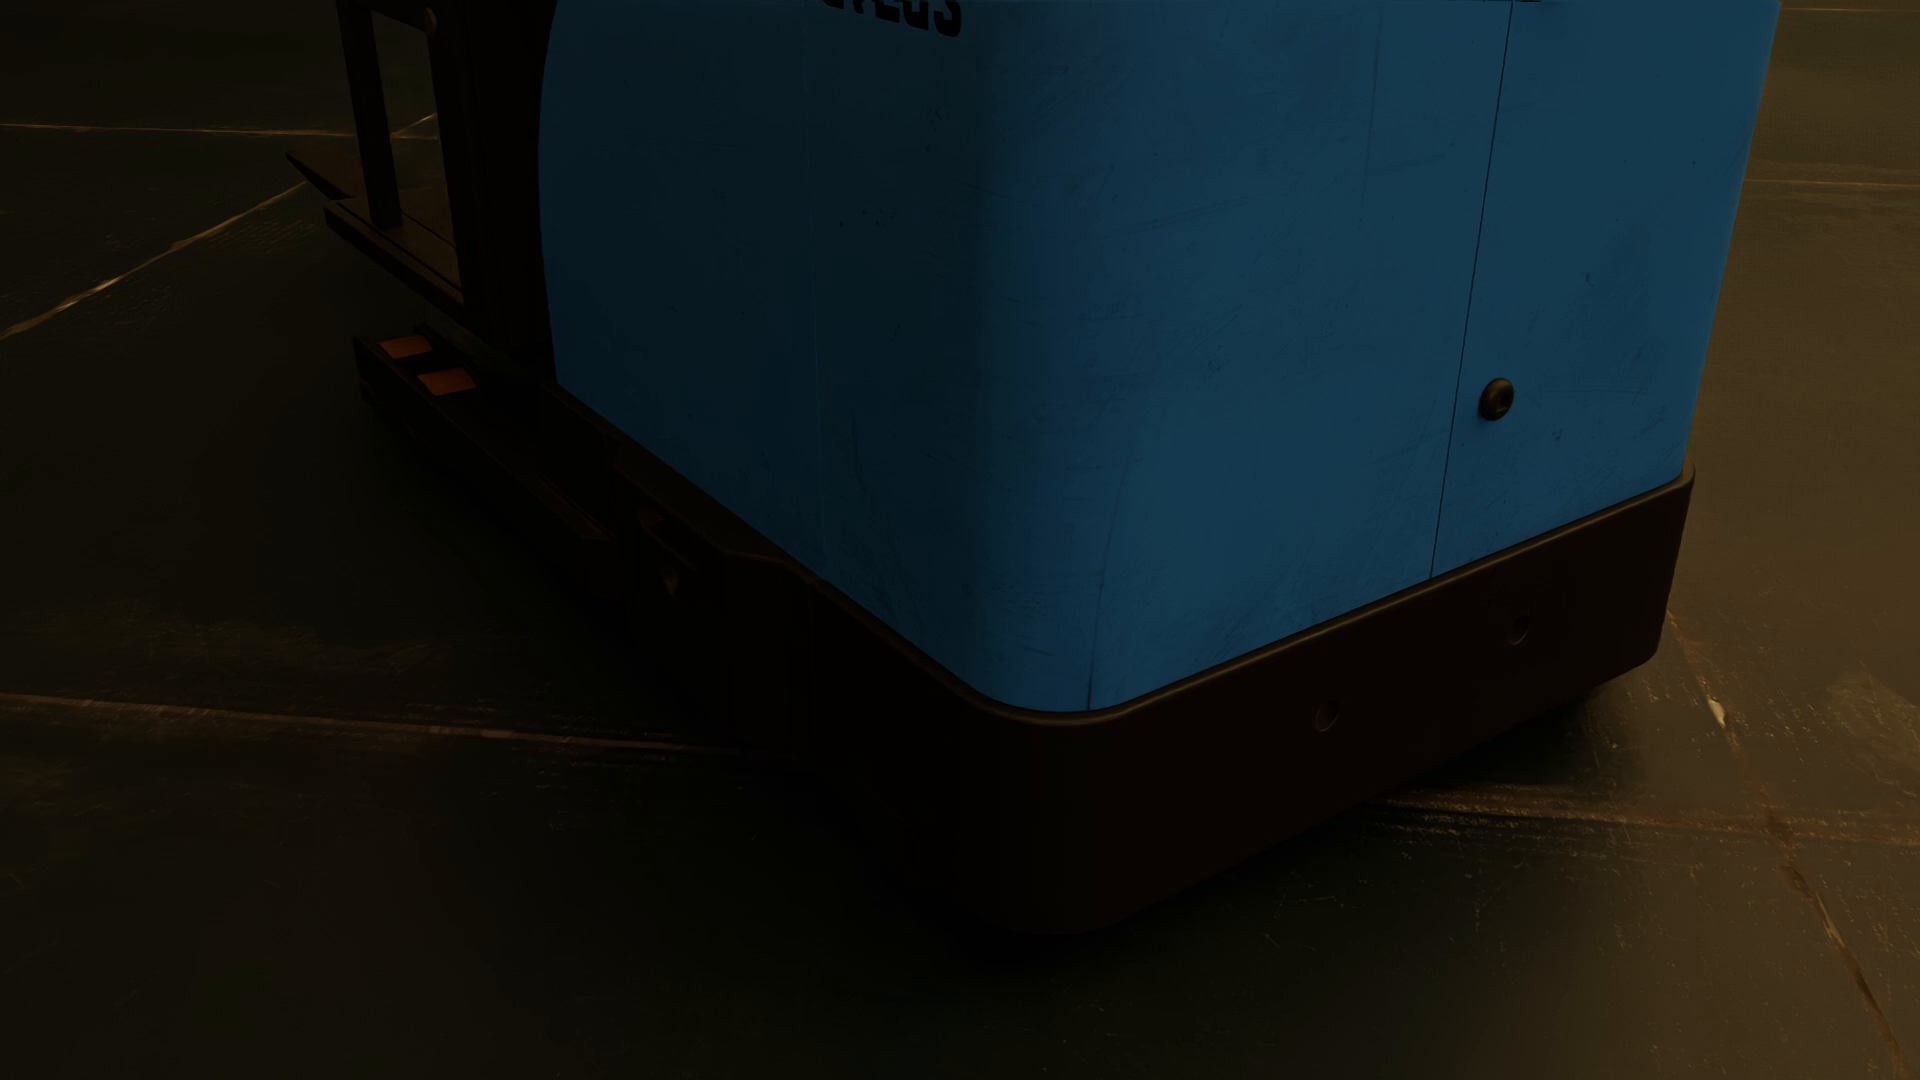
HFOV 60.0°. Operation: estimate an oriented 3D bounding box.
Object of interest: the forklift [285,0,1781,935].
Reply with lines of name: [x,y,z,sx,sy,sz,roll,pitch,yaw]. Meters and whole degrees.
forklift: [-0.383,-1.538,2.300,1.130,2.935,3.031,-18,31,-31]
